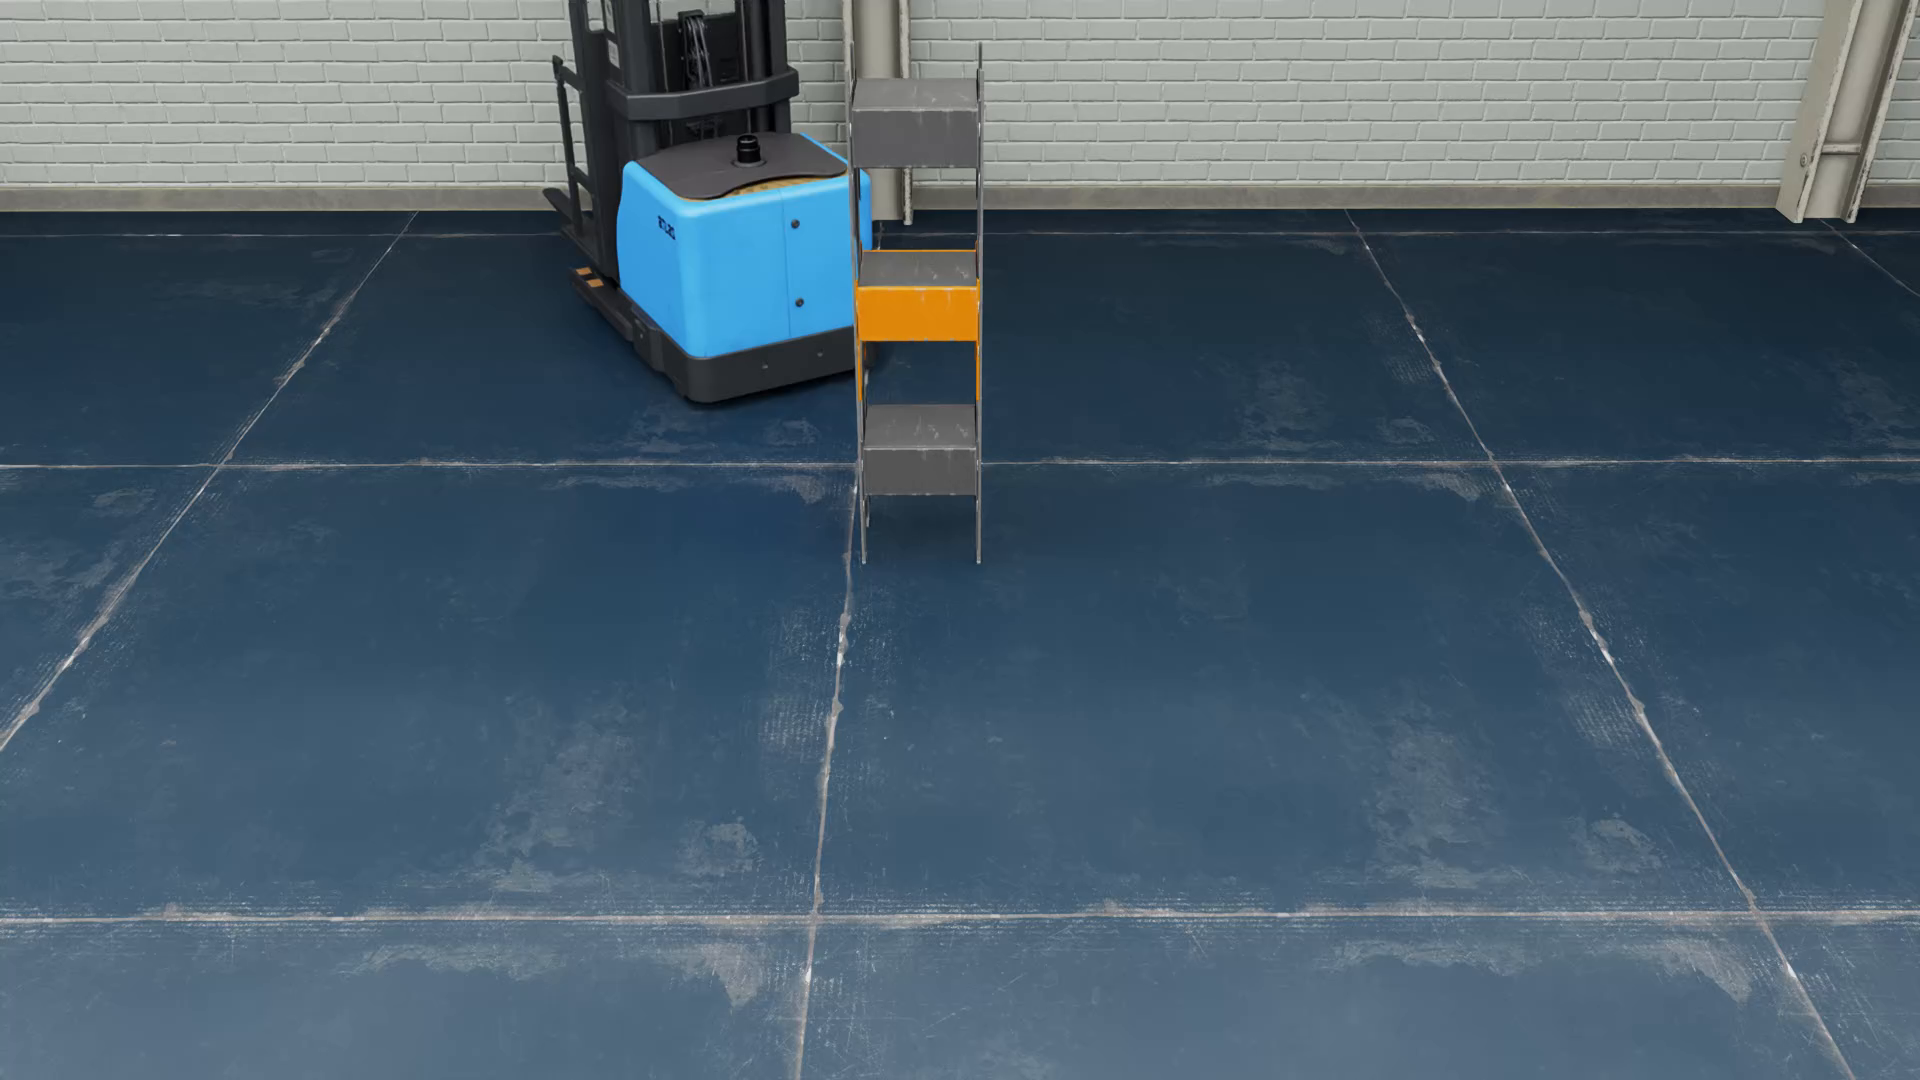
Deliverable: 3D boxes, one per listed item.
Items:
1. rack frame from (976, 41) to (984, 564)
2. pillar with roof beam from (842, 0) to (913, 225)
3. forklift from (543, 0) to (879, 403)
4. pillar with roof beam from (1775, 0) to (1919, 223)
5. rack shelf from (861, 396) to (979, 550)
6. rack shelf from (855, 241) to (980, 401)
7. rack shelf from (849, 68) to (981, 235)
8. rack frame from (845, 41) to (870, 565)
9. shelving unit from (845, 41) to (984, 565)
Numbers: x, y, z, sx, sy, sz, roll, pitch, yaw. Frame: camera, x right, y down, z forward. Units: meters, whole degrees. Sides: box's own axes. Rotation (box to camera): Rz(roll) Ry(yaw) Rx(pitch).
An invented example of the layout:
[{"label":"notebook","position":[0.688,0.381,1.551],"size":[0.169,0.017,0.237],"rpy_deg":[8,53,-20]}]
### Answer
[{"label":"rack frame","position":[0.078,-0.898,6.706],"size":[0.015,2.100,0.400],"rpy_deg":[0,31,0]},{"label":"pillar with roof beam","position":[-0.475,-3.694,4.663],"size":[0.400,9.000,9.100],"rpy_deg":[0,31,0]},{"label":"forklift","position":[-1.586,-2.668,8.822],"size":[1.130,2.935,3.031],"rpy_deg":[-16,35,-25]},{"label":"pillar with roof beam","position":[5.525,-3.712,4.693],"size":[0.400,9.000,9.100],"rpy_deg":[0,31,0]},{"label":"rack shelf","position":[-0.166,-0.287,7.075],"size":[0.480,0.518,0.431],"rpy_deg":[0,31,0]},{"label":"rack shelf","position":[-0.166,-0.886,6.712],"size":[0.480,0.518,0.431],"rpy_deg":[0,31,0]},{"label":"rack shelf","position":[-0.166,-1.484,6.348],"size":[0.480,0.518,0.431],"rpy_deg":[0,31,0]},{"label":"rack frame","position":[-0.410,-0.896,6.703],"size":[0.015,2.100,0.400],"rpy_deg":[0,31,0]},{"label":"shelving unit","position":[-0.166,-0.897,6.705],"size":[0.503,2.100,0.431],"rpy_deg":[0,31,0]}]
